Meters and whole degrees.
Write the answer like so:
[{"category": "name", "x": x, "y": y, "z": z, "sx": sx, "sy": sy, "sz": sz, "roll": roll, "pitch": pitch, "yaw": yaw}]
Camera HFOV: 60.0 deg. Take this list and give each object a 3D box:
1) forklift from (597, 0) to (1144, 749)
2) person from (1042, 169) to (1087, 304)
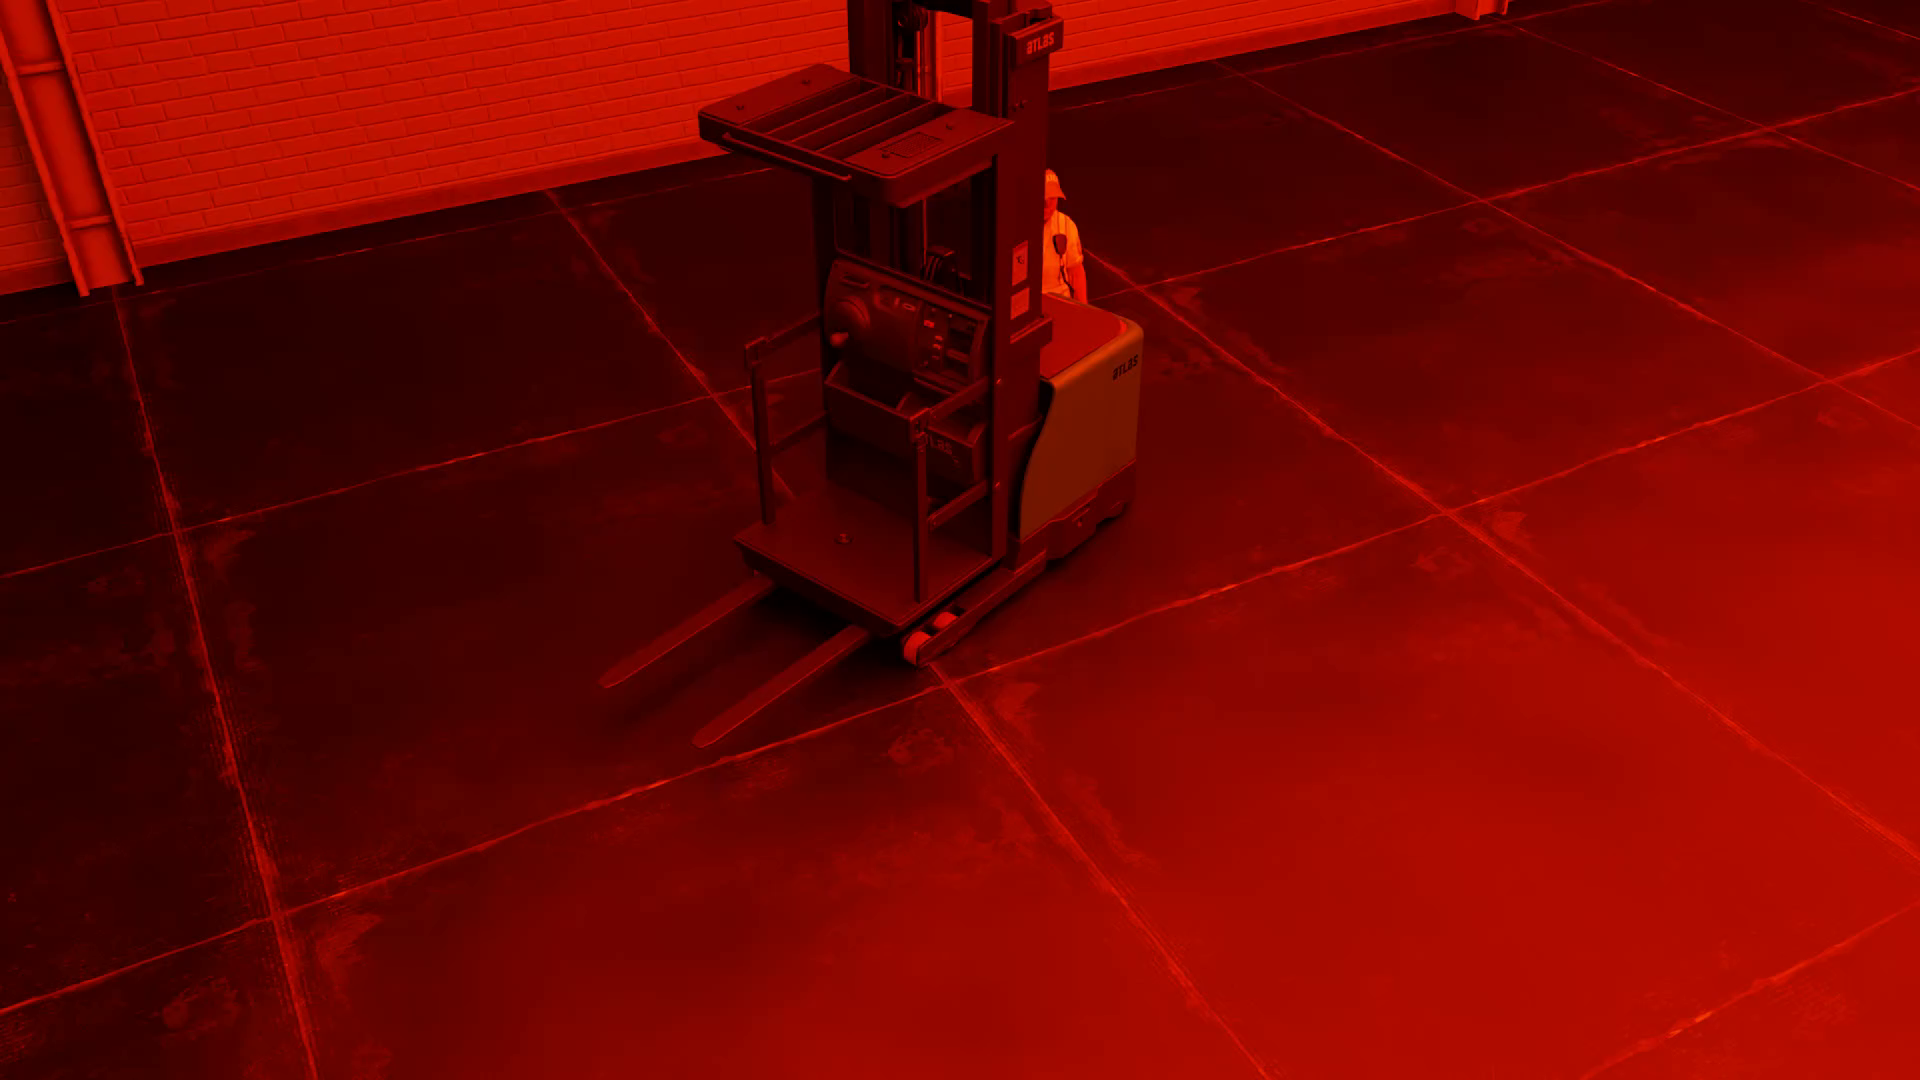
[{"category": "forklift", "x": -0.390, "y": -0.927, "z": 7.434, "sx": 1.130, "sy": 2.935, "sz": 3.031, "roll": 26, "pitch": 43, "yaw": 31}, {"category": "person", "x": 0.387, "y": -1.138, "z": 8.822, "sx": 0.596, "sy": 1.673, "sz": 0.510, "roll": -5, "pitch": 36, "yaw": -6}]
